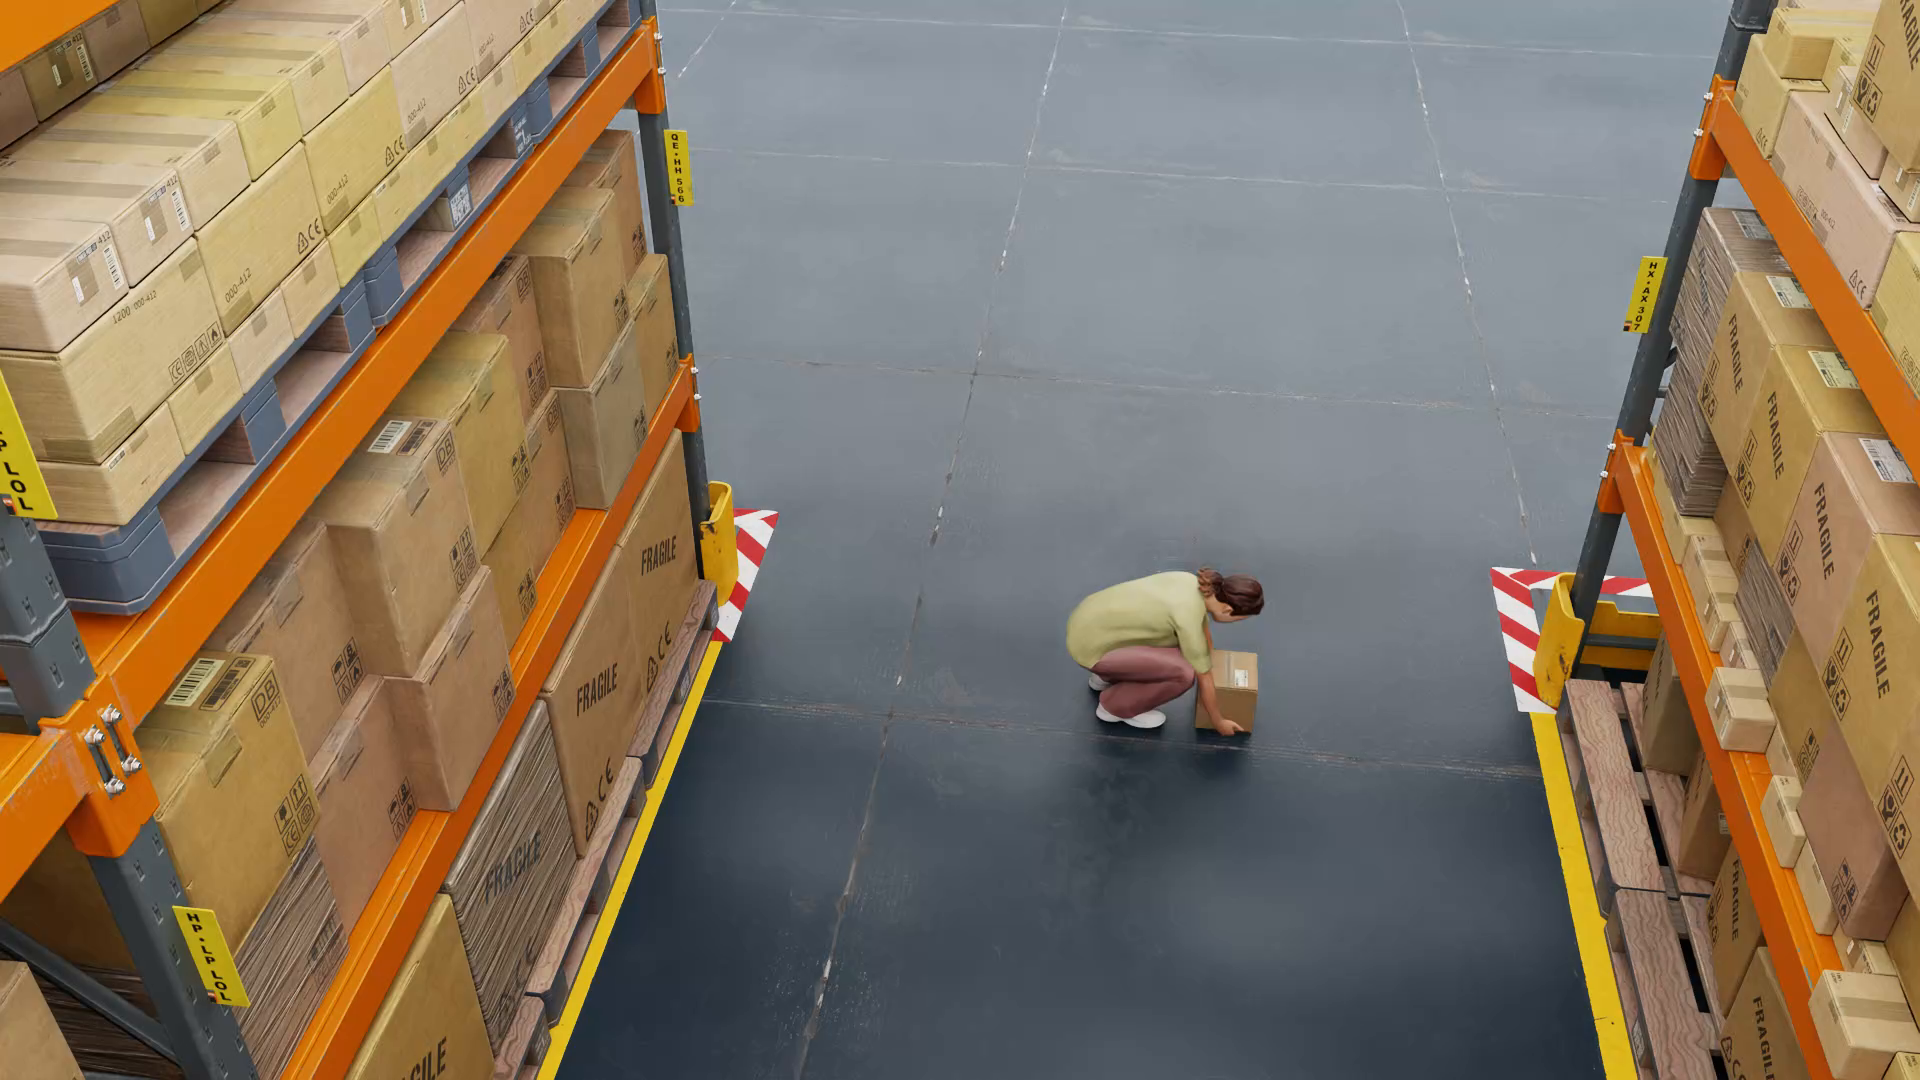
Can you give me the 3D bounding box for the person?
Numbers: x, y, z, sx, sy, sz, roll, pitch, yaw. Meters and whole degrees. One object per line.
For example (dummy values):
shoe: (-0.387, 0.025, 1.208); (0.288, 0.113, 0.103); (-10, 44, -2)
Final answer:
person: (0.878, 0.468, 7.255); (0.835, 0.817, 0.468); (4, 36, 6)
